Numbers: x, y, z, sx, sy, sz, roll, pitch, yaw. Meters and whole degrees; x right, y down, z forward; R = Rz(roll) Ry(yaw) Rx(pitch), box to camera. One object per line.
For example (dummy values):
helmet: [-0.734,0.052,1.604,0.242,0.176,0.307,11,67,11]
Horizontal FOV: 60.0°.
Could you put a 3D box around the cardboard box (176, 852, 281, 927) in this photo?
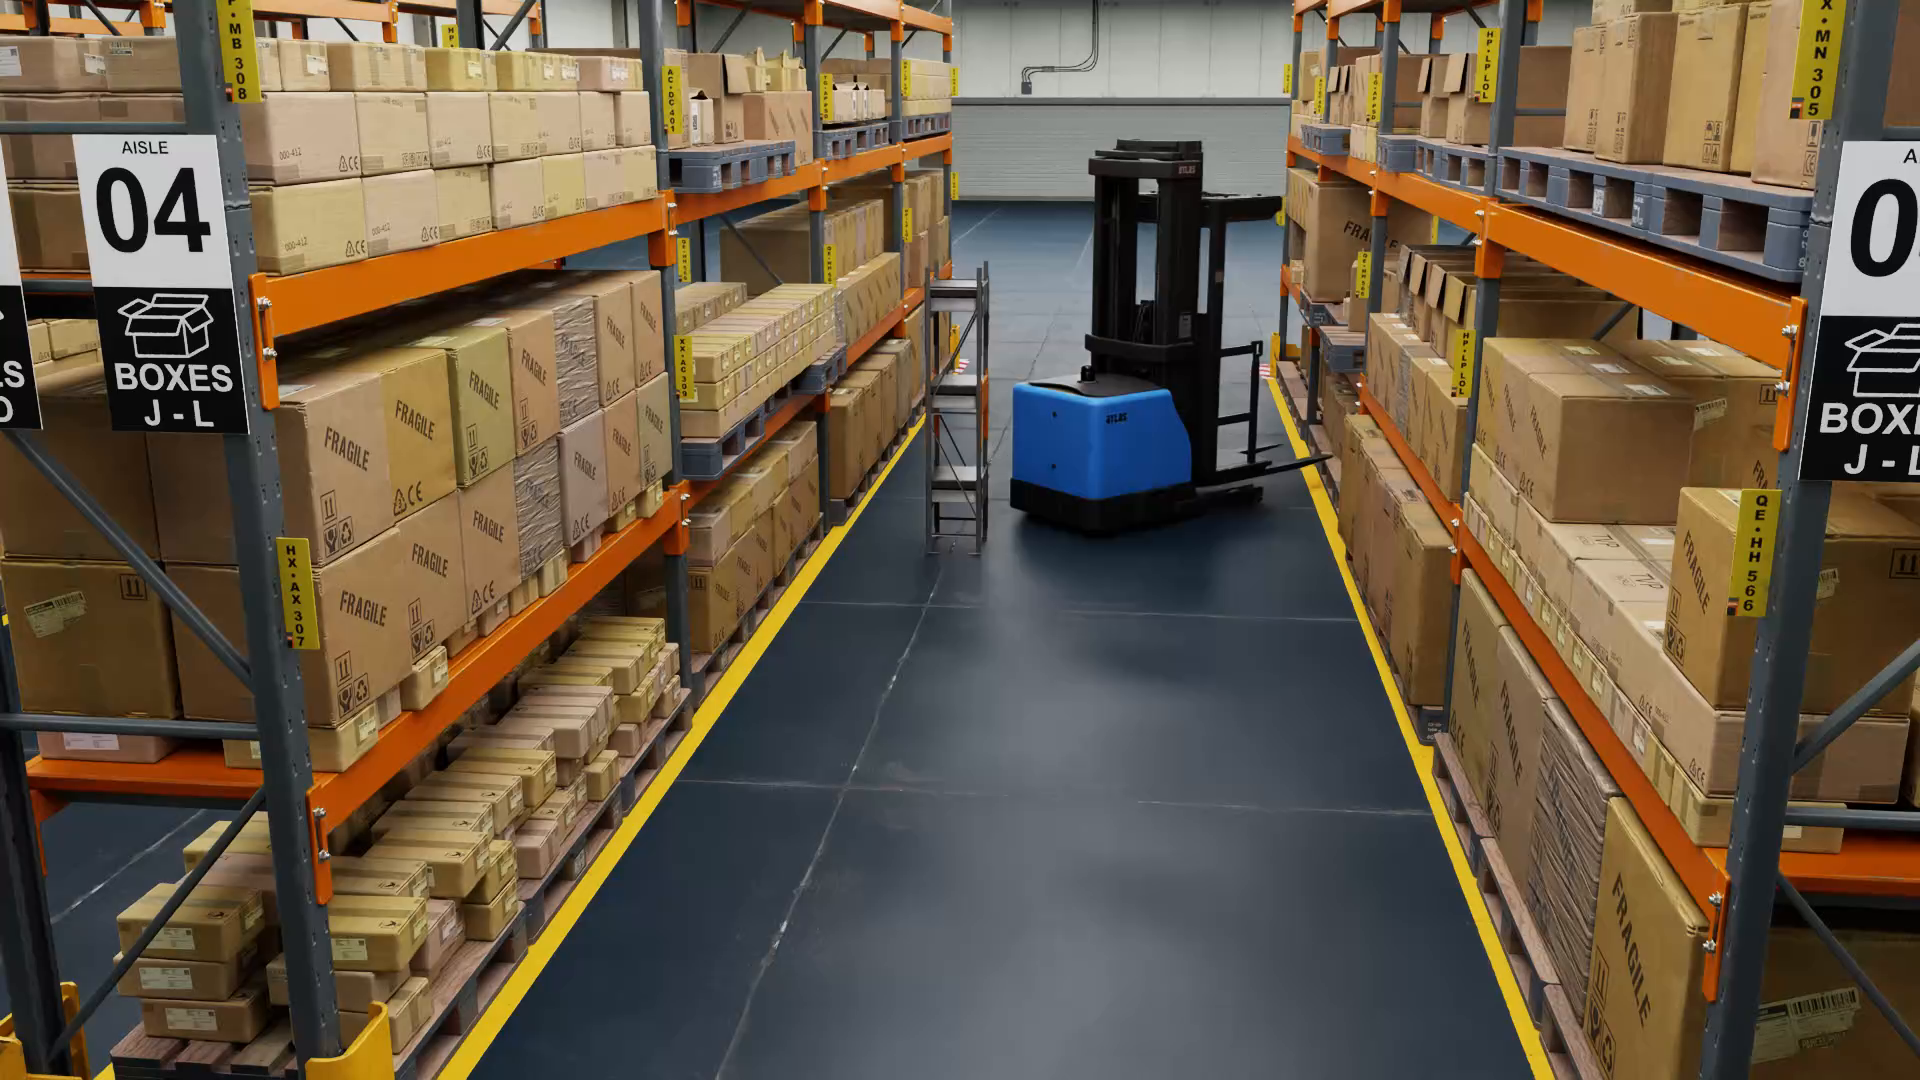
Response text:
cardboard box: [-2.517,1.233,5.874,0.380,0.149,0.250,2,15,7]

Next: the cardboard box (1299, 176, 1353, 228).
cardboard box: [3.750,-3.444,16.976,0.500,0.500,0.500,2,15,6]

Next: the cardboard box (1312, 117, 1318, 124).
cardboard box: [3.722,-4.022,16.331,0.500,0.250,0.500,2,15,8]

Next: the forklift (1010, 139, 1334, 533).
forklift: [1.874,-1.760,13.556,3.031,2.935,1.130,-12,19,-37]

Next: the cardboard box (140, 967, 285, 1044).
cardboard box: [-2.559,1.585,5.709,0.380,0.149,0.250,2,15,7]

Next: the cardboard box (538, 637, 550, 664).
cardboard box: [-2.294,0.556,8.375,0.380,0.149,0.250,2,15,9]

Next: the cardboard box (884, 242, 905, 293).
cardboard box: [-1.027,-2.726,16.710,0.875,0.550,0.550,2,15,6]

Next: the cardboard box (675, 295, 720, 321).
cardboard box: [-1.843,-1.573,11.269,0.380,0.149,0.250,1,15,4]

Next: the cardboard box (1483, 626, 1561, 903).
cardboard box: [2.702,0.915,6.799,0.875,0.875,0.875,2,15,6]

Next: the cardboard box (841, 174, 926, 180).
cardboard box: [-0.854,-3.807,18.639,0.875,0.550,0.550,2,15,6]

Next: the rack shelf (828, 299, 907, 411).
rack shelf: [-1.282,-1.692,14.550,1.077,0.370,4.000,2,15,6]

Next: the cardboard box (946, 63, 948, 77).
cardboard box: [-0.336,-5.396,19.081,0.380,0.149,0.250,2,15,7]

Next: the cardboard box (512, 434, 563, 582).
cardboard box: [-1.931,-0.144,6.687,0.500,0.500,0.500,1,15,5]

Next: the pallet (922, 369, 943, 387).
pallet: [-0.758,-1.724,18.633,1.003,0.211,1.213,2,15,6]

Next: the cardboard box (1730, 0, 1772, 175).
cardboard box: [2.695,-1.299,4.786,0.700,0.500,0.500,1,15,4]

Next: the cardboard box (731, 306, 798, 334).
cardboard box: [-1.256,-1.413,10.678,0.380,0.149,0.250,2,15,9]

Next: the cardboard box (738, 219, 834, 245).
cardboard box: [-1.392,-2.299,13.309,0.700,0.500,0.500,1,15,5]

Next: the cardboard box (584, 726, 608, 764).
cardboard box: [-1.845,0.908,7.646,0.380,0.149,0.250,2,15,8]

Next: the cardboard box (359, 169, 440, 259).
cardboard box: [-2.042,-1.066,5.400,0.500,0.250,0.500,2,15,8]

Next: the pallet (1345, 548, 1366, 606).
pallet: [3.245,0.200,11.516,1.003,0.211,1.213,2,15,6]

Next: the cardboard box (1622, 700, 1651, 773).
cardboard box: [2.276,0.613,5.129,0.380,0.149,0.250,2,15,6]

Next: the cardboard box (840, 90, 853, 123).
cardboard box: [-1.151,-3.458,13.249,0.500,0.250,0.500,2,15,8]

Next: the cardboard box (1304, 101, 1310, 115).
cardboard box: [3.870,-4.590,17.667,0.380,0.149,0.250,1,15,4]

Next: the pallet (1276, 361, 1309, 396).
pallet: [4.176,-1.847,19.090,1.003,0.211,1.213,2,15,6]

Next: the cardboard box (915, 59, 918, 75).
cardboard box: [-0.621,-4.737,16.643,0.380,0.149,0.250,2,15,6]

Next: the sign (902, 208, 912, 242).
sign: [-0.516,-3.065,16.184,0.100,0.325,0.005,2,15,6]

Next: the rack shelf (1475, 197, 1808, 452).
rack shelf: [2.732,-0.893,5.848,1.077,0.370,4.000,2,15,6]

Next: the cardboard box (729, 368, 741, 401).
cardboard box: [-1.431,-0.864,9.217,0.380,0.149,0.250,1,15,5]

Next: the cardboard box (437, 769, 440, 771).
cardboard box: [-2.481,1.032,7.188,0.380,0.149,0.250,2,15,7]

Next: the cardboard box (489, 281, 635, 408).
cardboard box: [-1.797,-0.893,7.542,0.500,0.500,0.500,1,15,4]

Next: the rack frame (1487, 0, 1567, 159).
rack frame: [2.958,-3.206,7.281,1.000,3.000,0.127,2,15,6]

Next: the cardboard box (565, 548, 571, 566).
cardboard box: [-1.906,0.059,7.179,0.380,0.149,0.250,1,15,5]

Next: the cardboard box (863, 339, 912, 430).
cardboard box: [-1.037,-1.511,16.008,1.050,0.750,0.750,2,15,6]

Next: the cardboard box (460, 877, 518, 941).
cardboard box: [-1.926,1.404,6.382,0.380,0.149,0.250,2,15,7]

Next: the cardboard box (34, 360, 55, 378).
cardboard box: [-6.381,-1.032,11.021,0.500,0.250,0.500,1,15,5]

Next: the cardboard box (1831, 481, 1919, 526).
cardboard box: [2.885,0.048,5.021,0.500,0.500,0.500,1,15,5]

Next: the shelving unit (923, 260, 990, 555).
shelving unit: [-0.019,-0.971,12.229,0.431,2.100,0.503,2,15,6]

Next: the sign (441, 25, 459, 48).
sign: [-2.511,-2.386,8.248,0.100,0.325,0.005,2,15,6]

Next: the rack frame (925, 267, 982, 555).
rack frame: [-0.046,-0.907,11.995,0.400,2.100,0.015,2,15,6]

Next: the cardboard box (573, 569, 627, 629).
cardboard box: [-2.126,0.322,9.710,0.500,0.500,0.500,1,15,5]

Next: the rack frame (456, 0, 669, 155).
rack frame: [-1.959,-3.379,7.918,1.000,3.000,0.127,2,15,6]

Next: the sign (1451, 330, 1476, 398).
sign: [2.417,-0.845,7.973,0.100,0.325,0.005,2,15,6]

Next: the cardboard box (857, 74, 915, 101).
cardboard box: [-0.723,-4.446,16.334,0.500,0.250,0.500,2,15,7]

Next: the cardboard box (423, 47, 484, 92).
cardboard box: [-1.922,-1.664,5.890,0.380,0.149,0.250,2,15,8]

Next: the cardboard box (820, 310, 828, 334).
cardboard box: [-1.140,-1.534,11.697,0.380,0.149,0.250,2,15,8]

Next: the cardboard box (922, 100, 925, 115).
cardboard box: [-0.565,-4.484,17.236,0.380,0.149,0.250,1,15,5]

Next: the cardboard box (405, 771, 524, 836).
cardboard box: [-1.960,1.040,6.587,0.380,0.149,0.250,2,15,8]

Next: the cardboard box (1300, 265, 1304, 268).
cardboard box: [3.908,-2.910,18.160,0.380,0.149,0.250,2,15,6]

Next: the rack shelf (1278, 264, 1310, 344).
rack shelf: [4.086,-2.557,17.749,1.077,0.370,4.000,2,15,6]

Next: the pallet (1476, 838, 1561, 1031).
pallet: [2.659,1.548,6.534,1.003,0.211,1.213,2,15,6]

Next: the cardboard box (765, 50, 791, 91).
cardboard box: [-1.338,-3.140,11.123,0.396,0.266,0.258,2,15,6]

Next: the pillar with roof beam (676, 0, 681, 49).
pillar with roof beam: [-3.779,-14.256,48.144,9.100,9.000,0.400,2,15,6]

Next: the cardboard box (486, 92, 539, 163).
cardboard box: [-1.921,-1.566,6.289,0.500,0.250,0.500,1,15,4]

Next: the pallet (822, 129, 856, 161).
pallet: [-1.488,-3.046,12.794,1.213,0.211,1.003,2,15,9]

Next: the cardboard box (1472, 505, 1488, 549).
cardboard box: [2.564,-0.054,7.597,0.380,0.149,0.250,1,15,4]

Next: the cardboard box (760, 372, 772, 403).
cardboard box: [-1.343,-0.921,9.997,0.380,0.149,0.250,1,15,4]

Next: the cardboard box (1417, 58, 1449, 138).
cardboard box: [3.412,-2.888,10.848,0.797,0.503,0.637,3,15,10]

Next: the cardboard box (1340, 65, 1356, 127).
cardboard box: [3.603,-3.723,13.933,0.797,0.503,0.637,2,15,9]

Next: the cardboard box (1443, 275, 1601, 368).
cardboard box: [3.110,-1.187,9.190,0.797,0.503,0.637,2,15,7]
